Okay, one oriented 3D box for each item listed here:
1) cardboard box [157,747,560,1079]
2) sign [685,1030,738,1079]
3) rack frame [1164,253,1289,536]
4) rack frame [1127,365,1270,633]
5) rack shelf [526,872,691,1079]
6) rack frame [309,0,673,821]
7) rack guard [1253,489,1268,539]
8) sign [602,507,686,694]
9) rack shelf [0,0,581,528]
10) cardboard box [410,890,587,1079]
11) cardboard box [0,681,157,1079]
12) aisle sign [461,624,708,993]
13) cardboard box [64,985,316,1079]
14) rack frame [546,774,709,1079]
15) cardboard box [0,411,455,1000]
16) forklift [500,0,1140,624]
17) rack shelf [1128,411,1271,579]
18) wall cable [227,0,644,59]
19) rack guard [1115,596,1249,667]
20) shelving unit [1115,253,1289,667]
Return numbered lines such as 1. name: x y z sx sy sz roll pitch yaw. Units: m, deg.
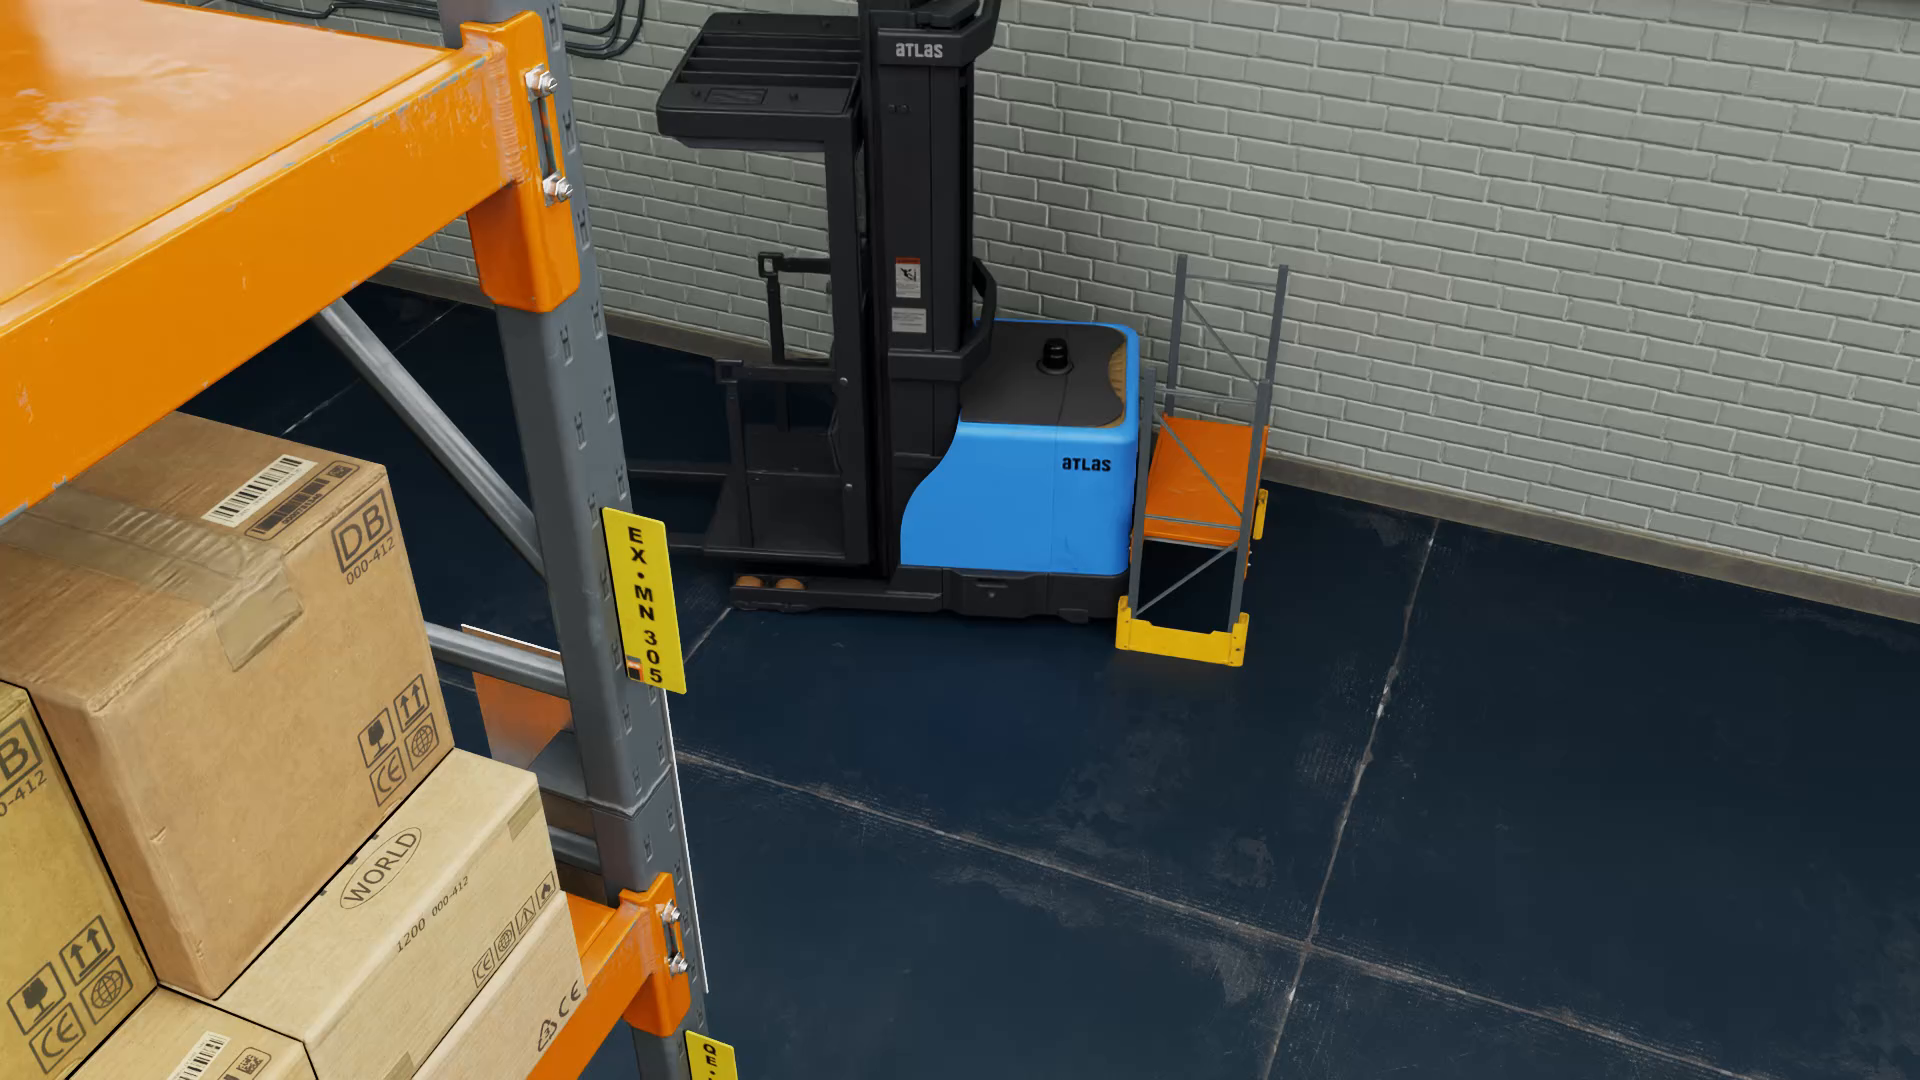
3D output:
1. cardboard box: -0.933 0.514 2.360 0.500 0.250 0.500 14 39 18
2. sign: -0.468 1.061 3.196 0.100 0.325 0.005 14 39 18
3. rack frame: 1.238 -0.666 7.990 0.500 1.500 0.032 8 38 11
4. rack frame: 1.005 -0.074 7.197 0.500 1.500 0.032 8 38 11
5. rack shelf: -1.734 1.707 1.657 1.077 0.370 4.000 14 39 18
6. rack frame: -0.973 -0.890 2.025 1.000 3.000 0.127 14 39 18
7. rack guard: 1.238 -0.165 8.363 0.587 0.250 0.087 8 38 11
8. sign: -0.468 0.095 2.474 0.100 0.325 0.005 14 39 18
9. rack shelf: -1.734 0.507 0.760 1.077 0.370 4.000 14 39 18
10. cardboard box: -0.925 0.717 2.507 0.500 0.250 0.500 14 39 18
11. cardboard box: -1.422 0.417 1.864 0.700 0.500 0.500 14 39 18
12. aisle sign: -0.664 0.504 3.000 0.394 0.787 0.004 14 39 18
13. cardboard box: -1.123 0.791 1.990 0.500 0.250 0.500 14 39 18
14. rack frame: -0.973 1.513 3.821 1.000 3.000 0.127 14 39 18
15. cardboard box: -1.154 0.160 2.208 0.700 0.500 0.500 14 39 18
16. forklift: -0.680 -1.139 7.428 3.031 2.935 1.130 3 37 4
17. rack shelf: 1.122 -0.226 7.701 0.538 0.185 1.000 8 38 11
18. wall cable: -3.073 -3.822 8.542 3.097 2.526 0.112 14 39 18
19. rack guard: 1.009 0.416 7.587 0.587 0.250 0.087 8 38 11
20. shelving unit: 1.124 -0.375 7.601 0.587 1.500 1.083 8 38 11
